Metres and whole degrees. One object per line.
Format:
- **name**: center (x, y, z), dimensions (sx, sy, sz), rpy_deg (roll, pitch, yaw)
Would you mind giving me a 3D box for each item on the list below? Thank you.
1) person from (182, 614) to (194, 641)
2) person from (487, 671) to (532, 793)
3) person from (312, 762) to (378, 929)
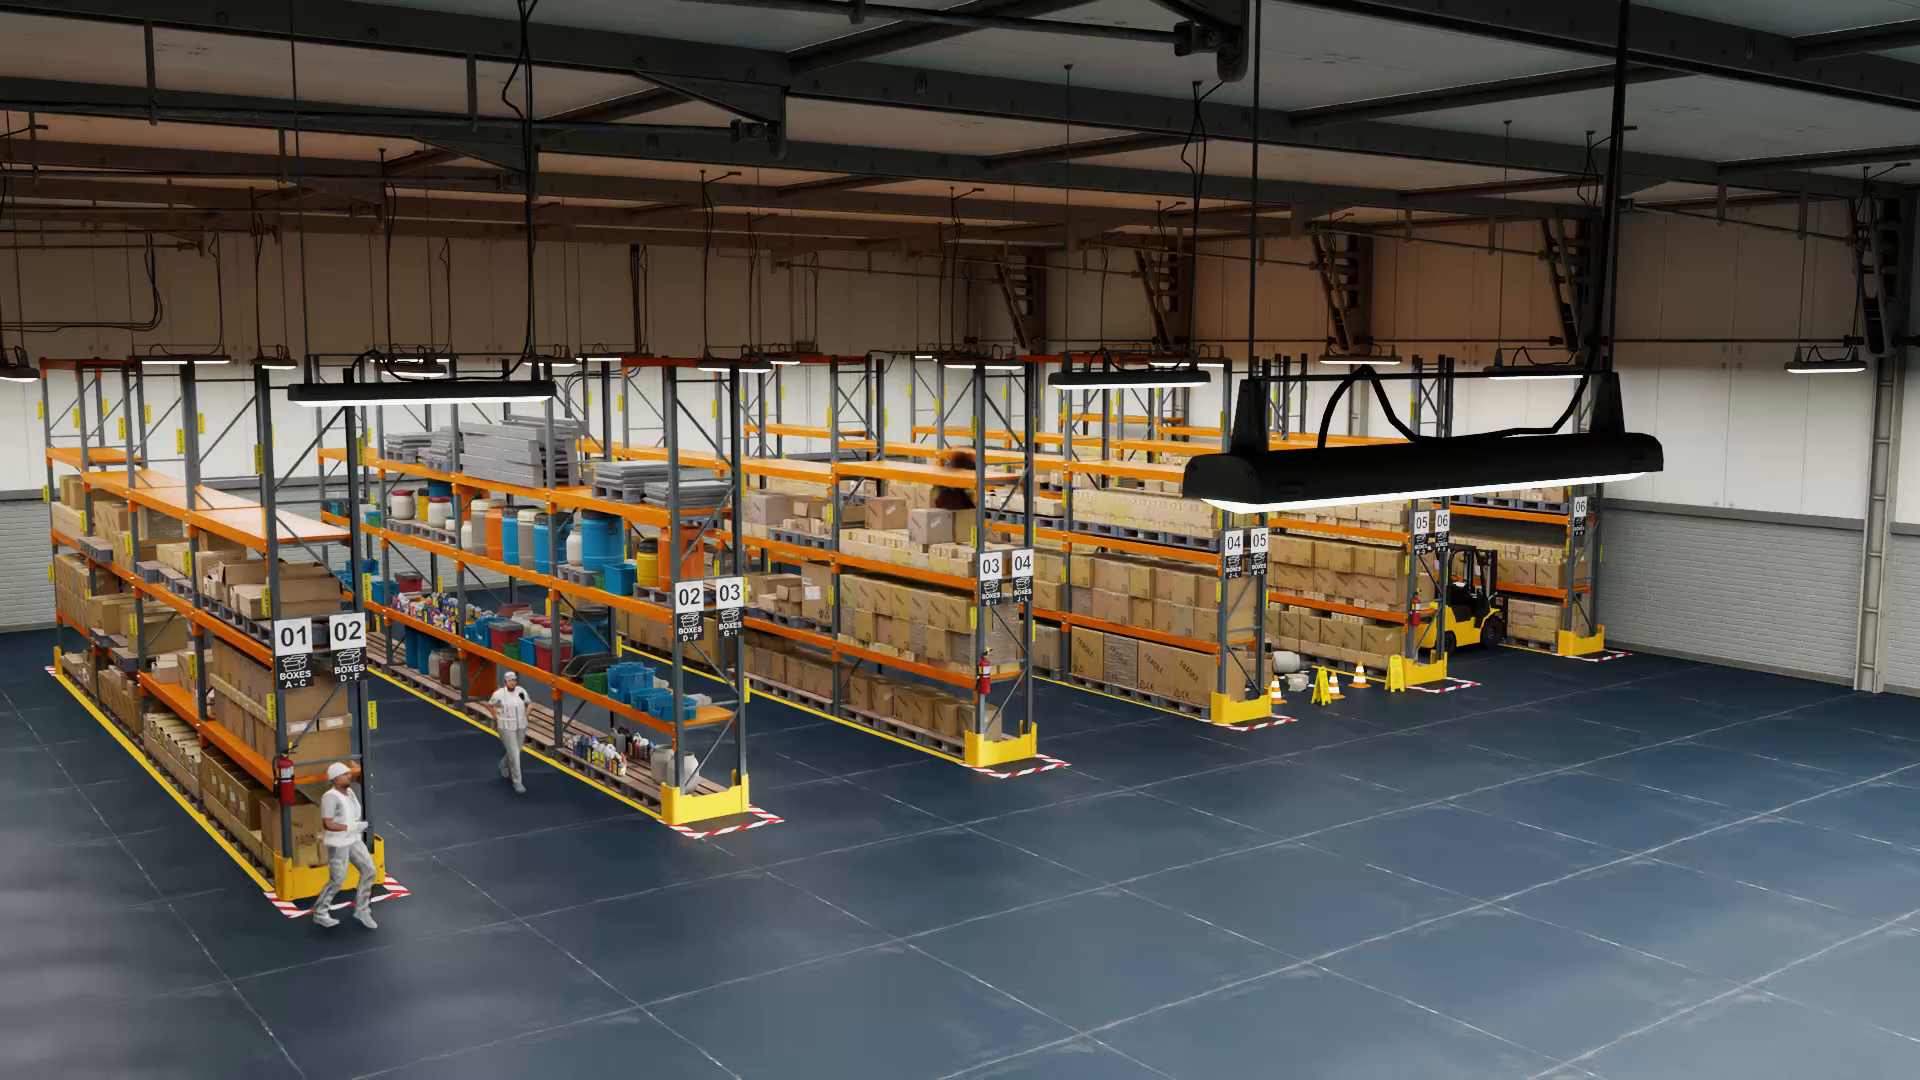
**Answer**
- **person**: center (-15.585, 1.555, 33.211), dimensions (0.716, 1.612, 0.746), rpy_deg (2, 7, 15)
- **person**: center (-6.356, 2.684, 23.618), dimensions (0.593, 1.686, 0.868), rpy_deg (-6, 9, -40)
- **person**: center (-6.635, 3.301, 17.924), dimensions (0.670, 1.822, 0.688), rpy_deg (1, 7, 8)
